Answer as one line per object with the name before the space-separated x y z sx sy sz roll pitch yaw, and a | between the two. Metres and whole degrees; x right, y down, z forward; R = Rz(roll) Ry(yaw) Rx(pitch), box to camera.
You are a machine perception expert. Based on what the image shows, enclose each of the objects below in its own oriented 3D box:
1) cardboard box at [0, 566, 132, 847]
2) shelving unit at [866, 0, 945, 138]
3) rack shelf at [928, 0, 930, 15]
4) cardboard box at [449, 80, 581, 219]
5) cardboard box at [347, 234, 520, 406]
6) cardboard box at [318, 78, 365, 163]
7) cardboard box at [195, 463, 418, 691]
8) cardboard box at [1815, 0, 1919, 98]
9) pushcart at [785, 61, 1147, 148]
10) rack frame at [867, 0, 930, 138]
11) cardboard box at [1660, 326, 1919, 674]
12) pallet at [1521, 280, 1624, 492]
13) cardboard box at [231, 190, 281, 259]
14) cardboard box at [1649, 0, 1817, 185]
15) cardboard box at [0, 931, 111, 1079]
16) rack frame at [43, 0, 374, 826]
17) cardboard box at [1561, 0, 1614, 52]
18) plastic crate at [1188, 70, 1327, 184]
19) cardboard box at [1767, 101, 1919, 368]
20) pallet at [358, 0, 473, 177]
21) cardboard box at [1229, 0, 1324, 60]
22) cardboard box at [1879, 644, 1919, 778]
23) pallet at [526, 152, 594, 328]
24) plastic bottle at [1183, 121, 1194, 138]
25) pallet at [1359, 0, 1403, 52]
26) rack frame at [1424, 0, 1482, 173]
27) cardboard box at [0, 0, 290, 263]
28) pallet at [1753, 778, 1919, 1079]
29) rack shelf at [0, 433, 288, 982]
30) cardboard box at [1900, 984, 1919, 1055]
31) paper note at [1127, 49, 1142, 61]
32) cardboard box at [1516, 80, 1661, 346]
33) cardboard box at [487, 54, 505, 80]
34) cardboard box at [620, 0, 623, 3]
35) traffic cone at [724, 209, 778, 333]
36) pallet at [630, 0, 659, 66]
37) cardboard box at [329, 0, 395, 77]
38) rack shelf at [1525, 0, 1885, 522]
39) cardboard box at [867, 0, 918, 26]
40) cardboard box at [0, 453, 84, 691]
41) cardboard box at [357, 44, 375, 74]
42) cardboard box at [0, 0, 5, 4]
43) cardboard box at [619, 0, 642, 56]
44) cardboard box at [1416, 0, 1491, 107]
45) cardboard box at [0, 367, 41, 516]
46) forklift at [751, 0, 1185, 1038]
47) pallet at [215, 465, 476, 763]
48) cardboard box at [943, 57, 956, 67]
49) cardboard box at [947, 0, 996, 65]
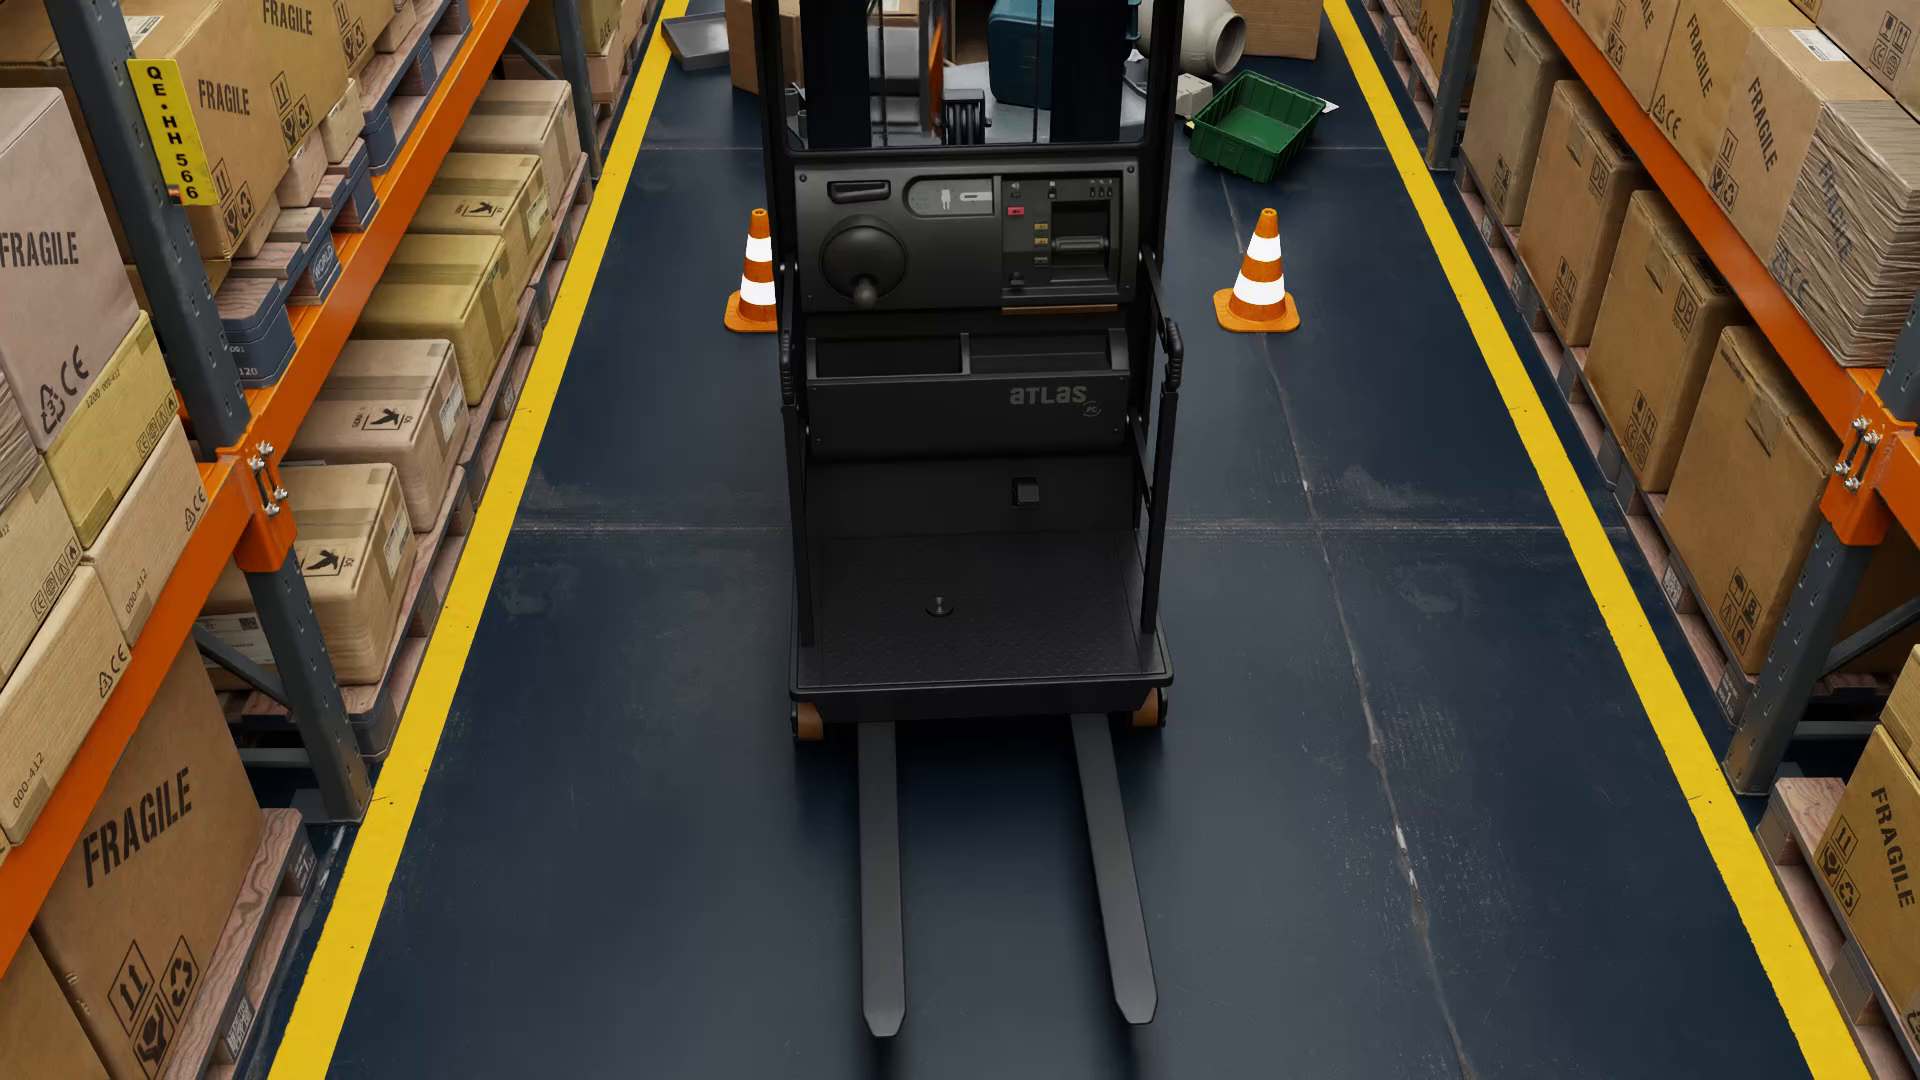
cardboard box | -1.926 0.298 3.100 0.500 0.250 0.500 1 39 1
shelving unit | -0.286 -1.575 6.029 0.431 2.100 0.503 2 38 4
rack shelf | -0.290 -2.116 5.607 0.431 0.518 0.480 2 38 4
cardboard box | -2.204 -1.708 7.249 0.950 0.372 0.625 0 39 1
cardboard box | -2.197 -0.824 6.145 0.950 0.372 0.625 1 39 1
cardboard box | -1.918 -1.186 4.696 0.380 0.149 0.250 0 39 0
cardboard box | -2.193 0.112 4.977 0.950 0.372 0.625 -2 39 -3
cardboard box | 2.755 -1.489 4.331 0.700 0.500 0.500 -1 39 -1
pushcart | 0.073 -1.908 7.829 1.648 0.377 0.936 -13 40 -16
rack frame | -0.305 -1.425 5.837 0.400 2.100 0.015 2 38 4
cardboard box | 2.836 -0.130 4.977 1.050 0.750 0.750 -1 39 -1
pallet | 2.823 -0.629 6.366 1.003 0.211 1.213 0 39 0
cardboard box | -1.984 -0.843 4.268 0.380 0.149 0.250 -2 39 -3
cardboard box | 2.478 -1.408 5.029 0.500 0.500 0.500 -1 39 -1
cardboard box | -2.288 1.258 3.144 0.875 0.875 0.875 0 39 1
rack frame | -2.203 -0.397 3.846 1.000 3.000 0.127 0 39 0
cardboard box | 2.473 -2.046 5.825 0.500 0.500 0.500 0 39 0
plastic crate | 1.432 -1.998 8.047 0.450 0.188 0.662 27 45 16
cardboard box | 2.478 -0.784 4.249 0.500 0.500 0.500 0 39 0
pallet | -2.246 -1.560 5.451 1.003 0.211 1.213 0 39 0
cardboard box | 1.715 -2.960 9.042 0.500 0.500 0.500 6 39 8
cardboard box | 2.506 0.487 3.807 0.500 0.250 0.500 -2 39 -2
pallet | -2.205 -1.323 7.232 1.003 0.211 1.213 0 39 0
plastic bottle | 1.233 -1.990 8.184 0.133 0.061 0.283 -20 43 -23
pallet | 2.816 -3.117 9.471 1.003 0.211 1.213 0 39 0
rack frame | 2.743 -2.965 7.051 1.000 3.000 0.127 0 39 0
cardboard box | -1.972 -0.997 3.942 0.500 0.500 0.500 -1 39 -1
pallet | 2.747 1.114 4.192 1.003 0.211 1.213 0 39 0
rack shelf | -2.200 1.135 2.510 1.077 0.370 4.000 0 39 0
cardboard box | 2.497 1.105 3.635 0.500 0.500 0.500 0 39 0
paper note | 0.911 -2.651 9.040 0.172 0.023 0.155 13 40 15
cardboard box | 2.831 -1.259 6.386 1.050 0.750 0.750 0 39 0
cardboard box | -2.477 -2.358 8.157 0.500 0.250 0.500 2 39 2
cardboard box | -1.950 -2.985 8.340 0.500 0.500 0.500 1 39 2
traffic cone | -0.806 -1.134 6.794 0.336 0.463 0.334 0 39 0
pallet | -2.248 -2.995 9.318 1.003 0.211 1.213 0 39 0
cardboard box | -1.987 -1.655 4.763 0.500 0.500 0.500 1 39 1
rack shelf | 2.745 -1.433 5.715 1.077 0.370 4.000 0 39 0
cardboard box | -0.427 -2.238 7.537 0.500 0.500 0.500 0 39 0
cardboard box | -1.944 0.090 2.959 0.500 0.250 0.500 -1 39 -1
cardboard box | -2.035 -1.513 5.104 0.380 0.149 0.250 1 39 2
cardboard box | -2.481 -1.000 3.945 0.500 0.500 0.500 -1 39 -1
cardboard box | -1.950 -2.692 8.573 0.500 0.250 0.500 2 39 3
cardboard box | 2.812 -2.693 8.075 0.875 0.875 0.875 1 39 1
cardboard box | -1.932 -0.182 2.699 0.500 0.500 0.500 1 39 1
forklift | 0.037 -0.753 4.346 1.130 2.935 3.031 -2 39 -3
pallet | -2.202 0.203 5.328 1.003 0.211 1.213 0 39 0
cardboard box | -0.062 -2.342 8.460 0.258 0.266 0.396 -28 46 -30
cardboard box | 0.331 -2.797 8.729 0.797 0.637 0.503 0 39 0
